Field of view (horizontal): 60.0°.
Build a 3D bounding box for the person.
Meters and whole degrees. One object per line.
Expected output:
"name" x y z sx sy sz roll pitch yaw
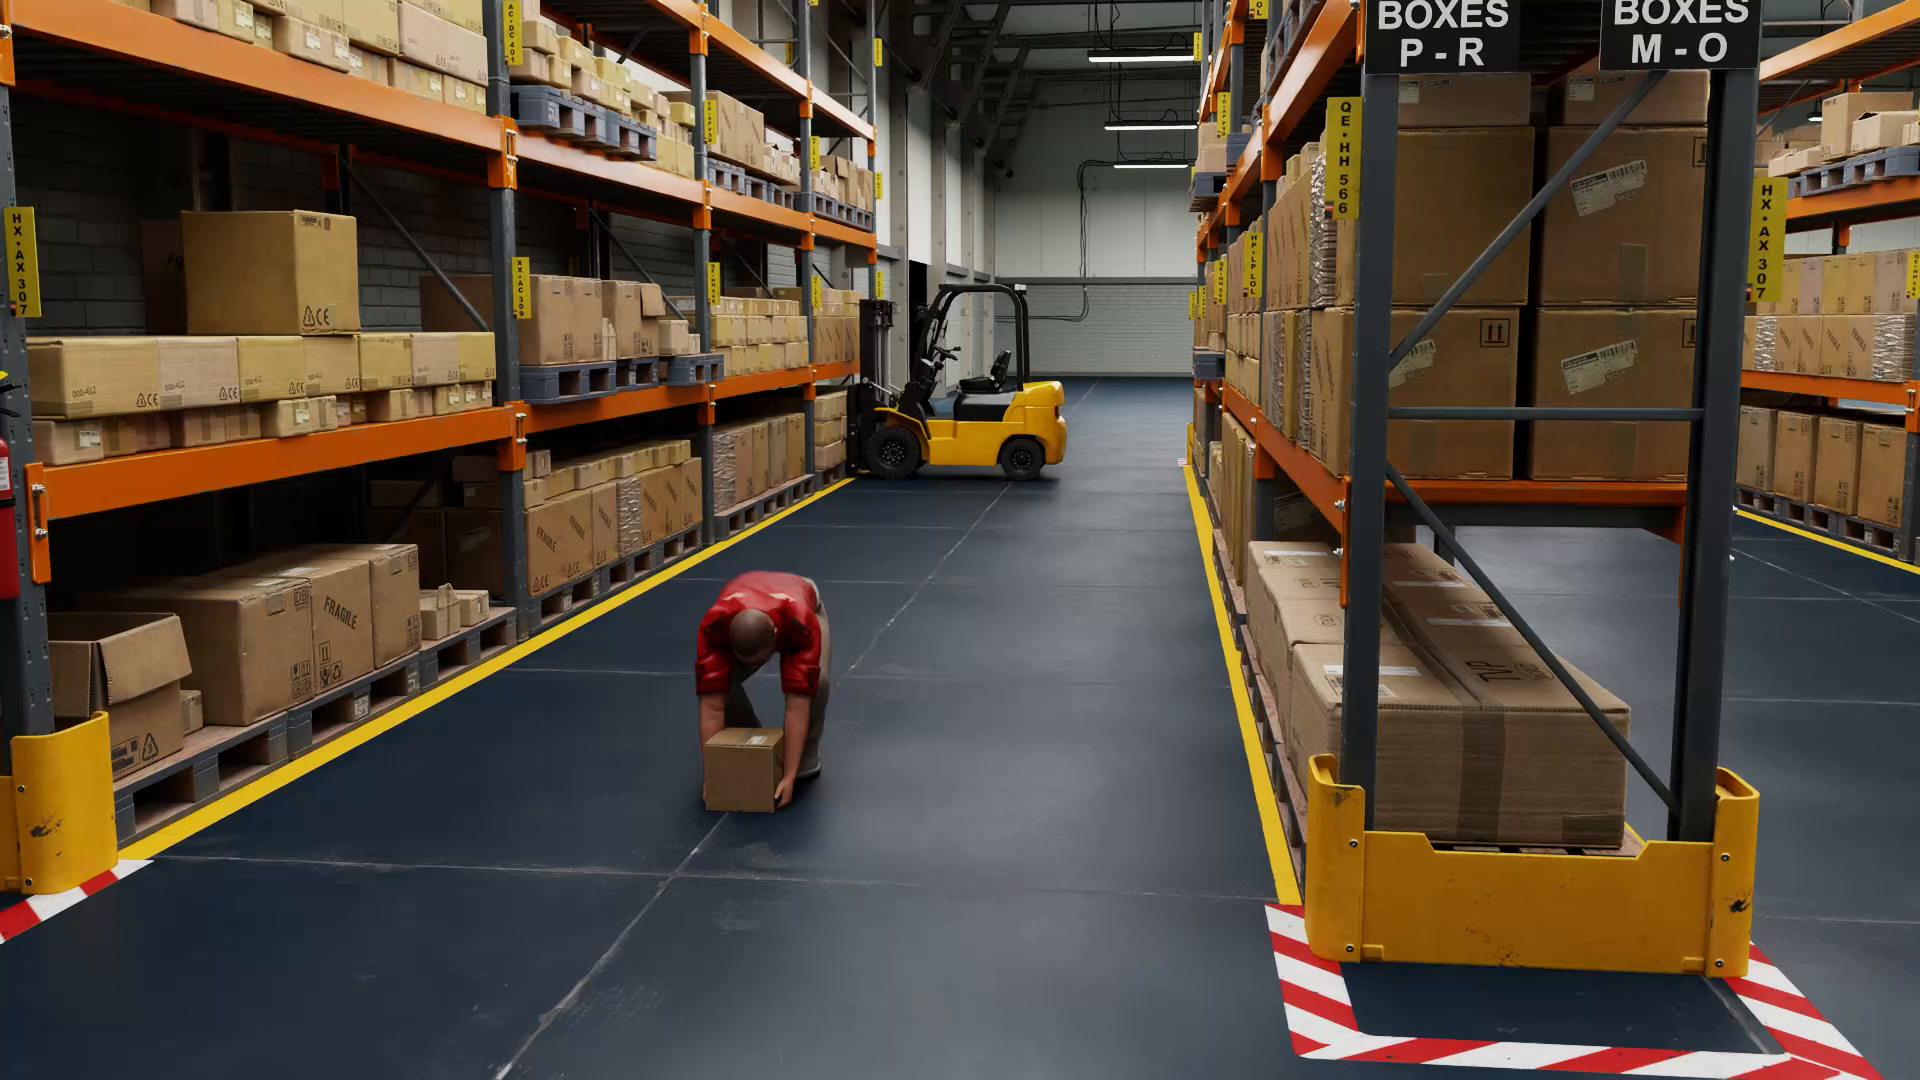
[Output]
"person" -0.753 0.542 6.395 0.520 0.814 0.953 1 8 4
